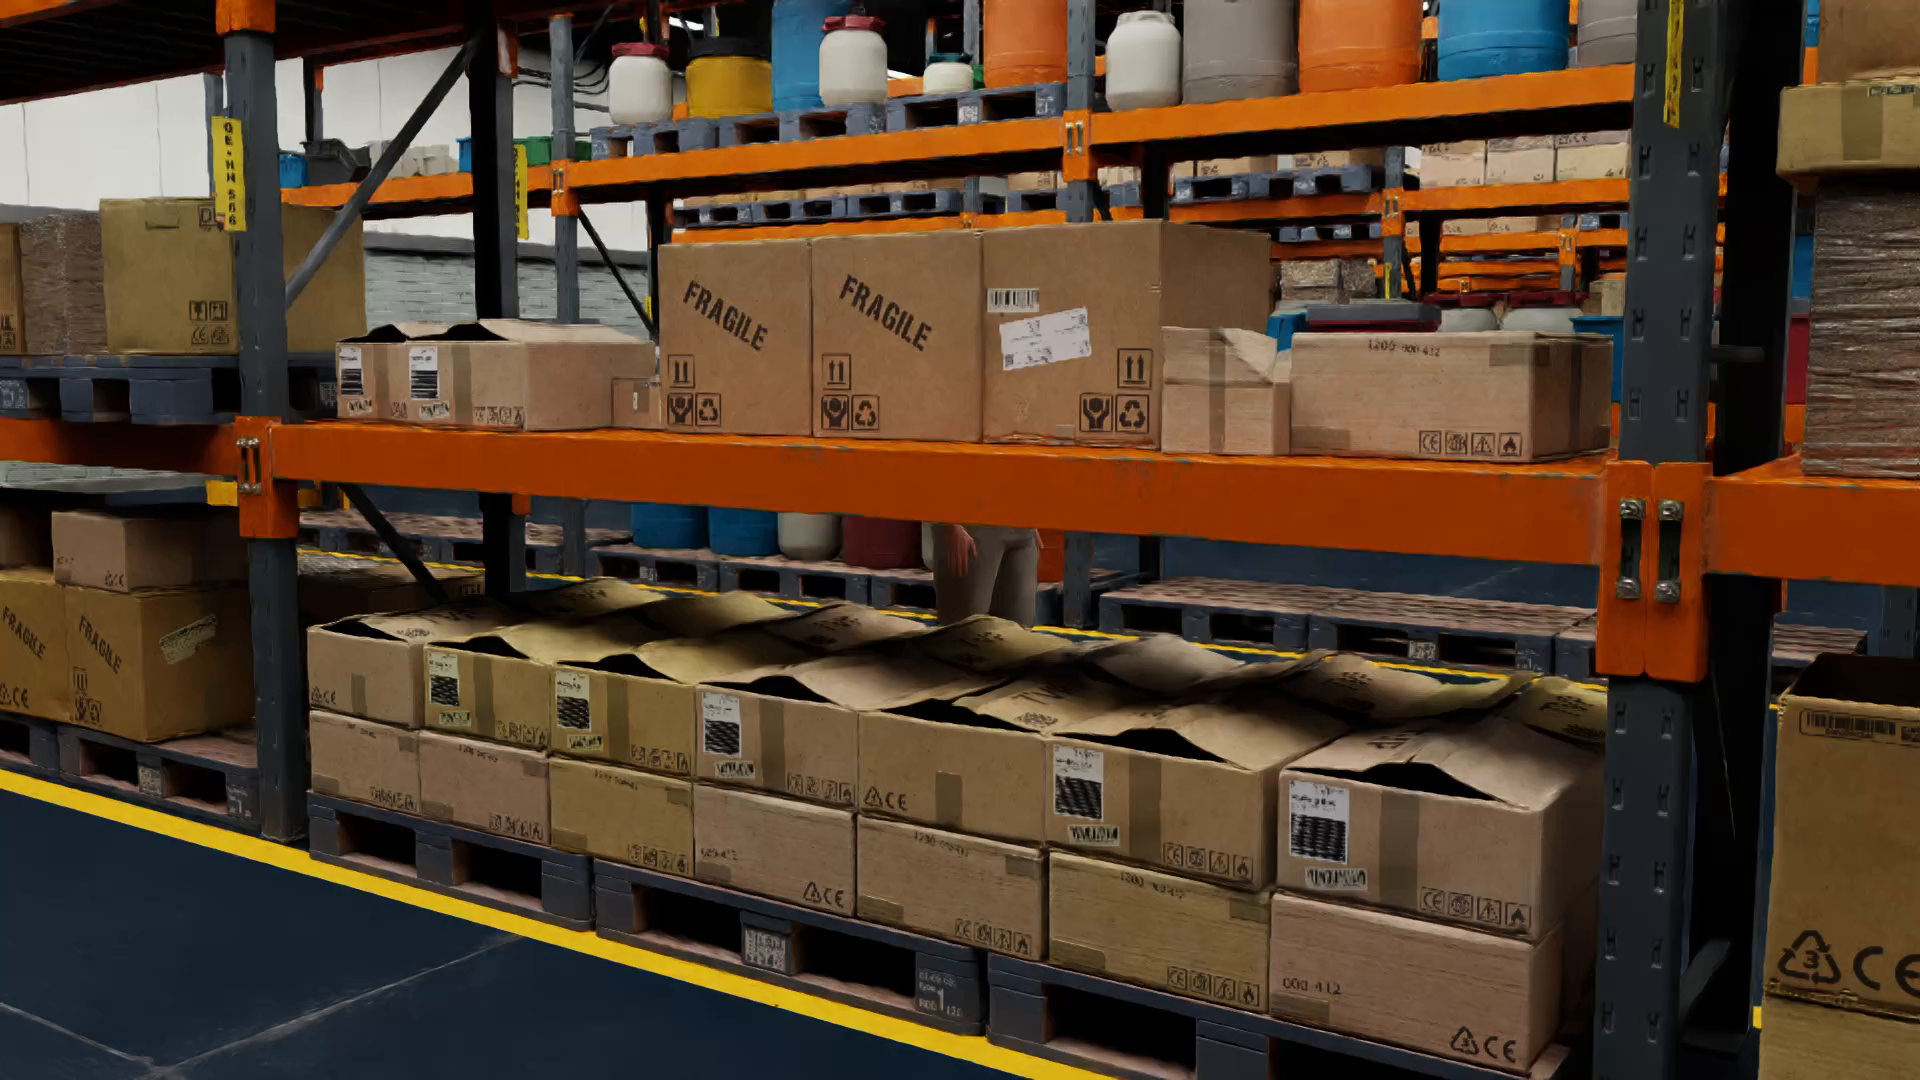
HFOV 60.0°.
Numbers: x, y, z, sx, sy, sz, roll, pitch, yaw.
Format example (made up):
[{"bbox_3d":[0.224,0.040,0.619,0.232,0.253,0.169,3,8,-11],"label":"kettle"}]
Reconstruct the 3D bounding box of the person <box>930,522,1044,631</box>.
[{"bbox_3d":[0.098,-0.043,6.159,0.415,1.723,0.570,5,8,39],"label":"person"}]
